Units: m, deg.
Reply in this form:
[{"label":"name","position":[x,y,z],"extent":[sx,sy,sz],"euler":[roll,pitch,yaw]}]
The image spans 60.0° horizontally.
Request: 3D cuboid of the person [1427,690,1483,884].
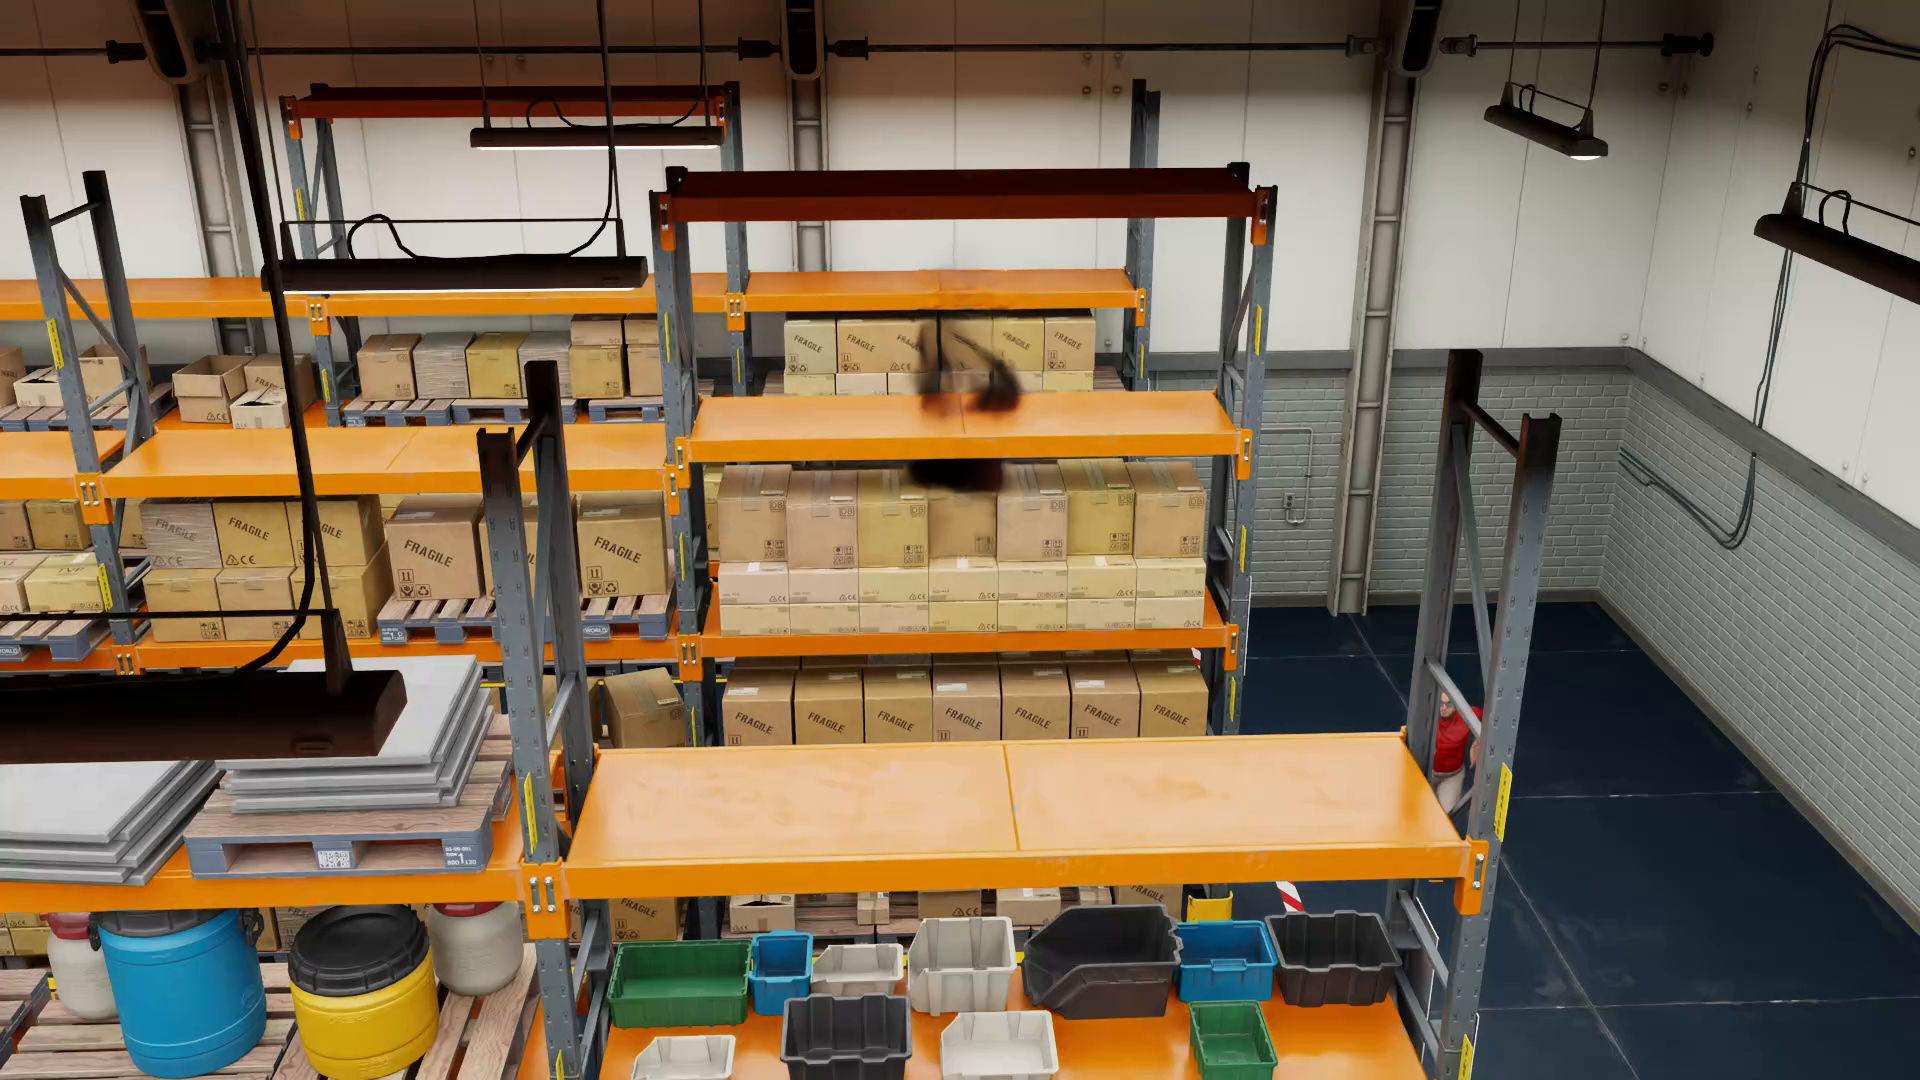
[{"label":"person","position":[4.039,2.001,14.014],"extent":[0.640,1.809,0.881],"euler":[10,24,24]}]
